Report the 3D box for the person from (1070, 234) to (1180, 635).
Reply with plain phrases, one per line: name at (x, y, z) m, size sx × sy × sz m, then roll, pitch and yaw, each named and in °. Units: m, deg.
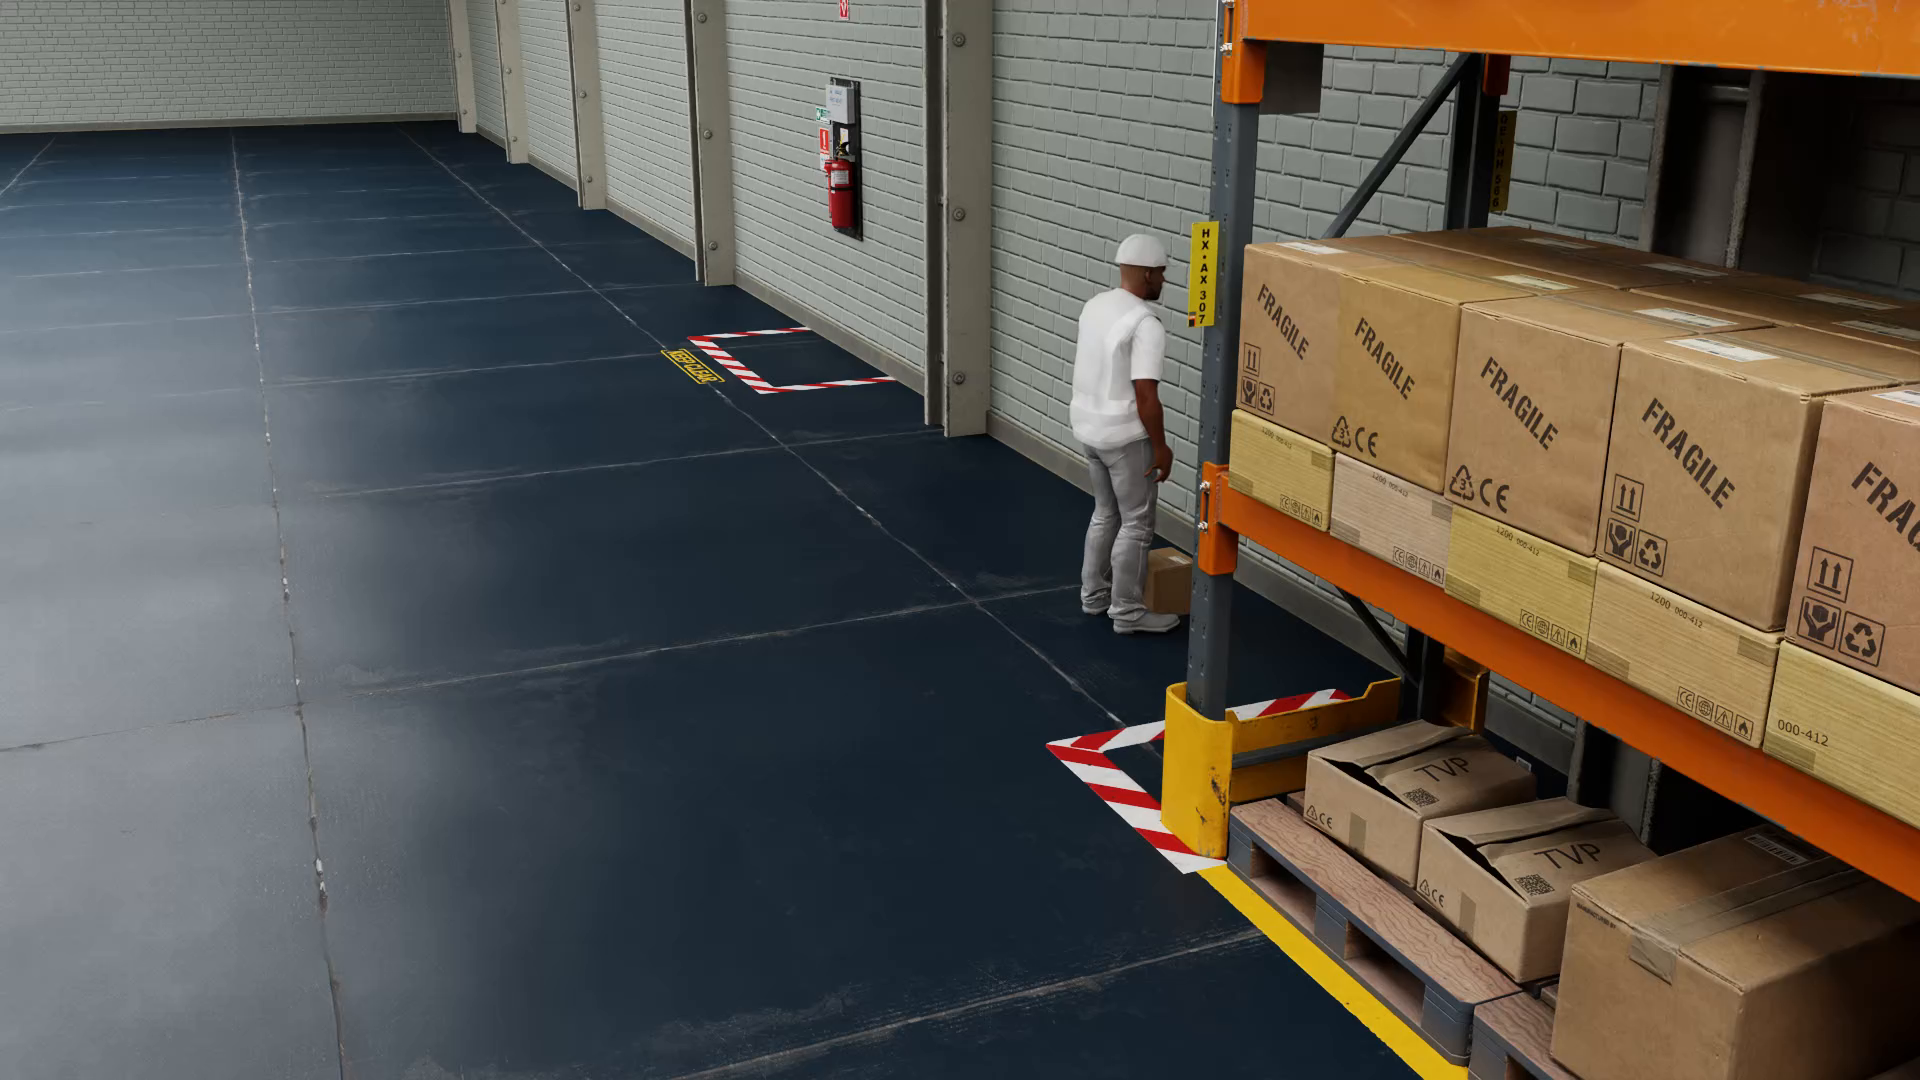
person at (0.746, -0.480, 7.450) m, size 0.463 × 1.760 × 0.635 m, roll -8°, pitch 20°, yaw -23°
